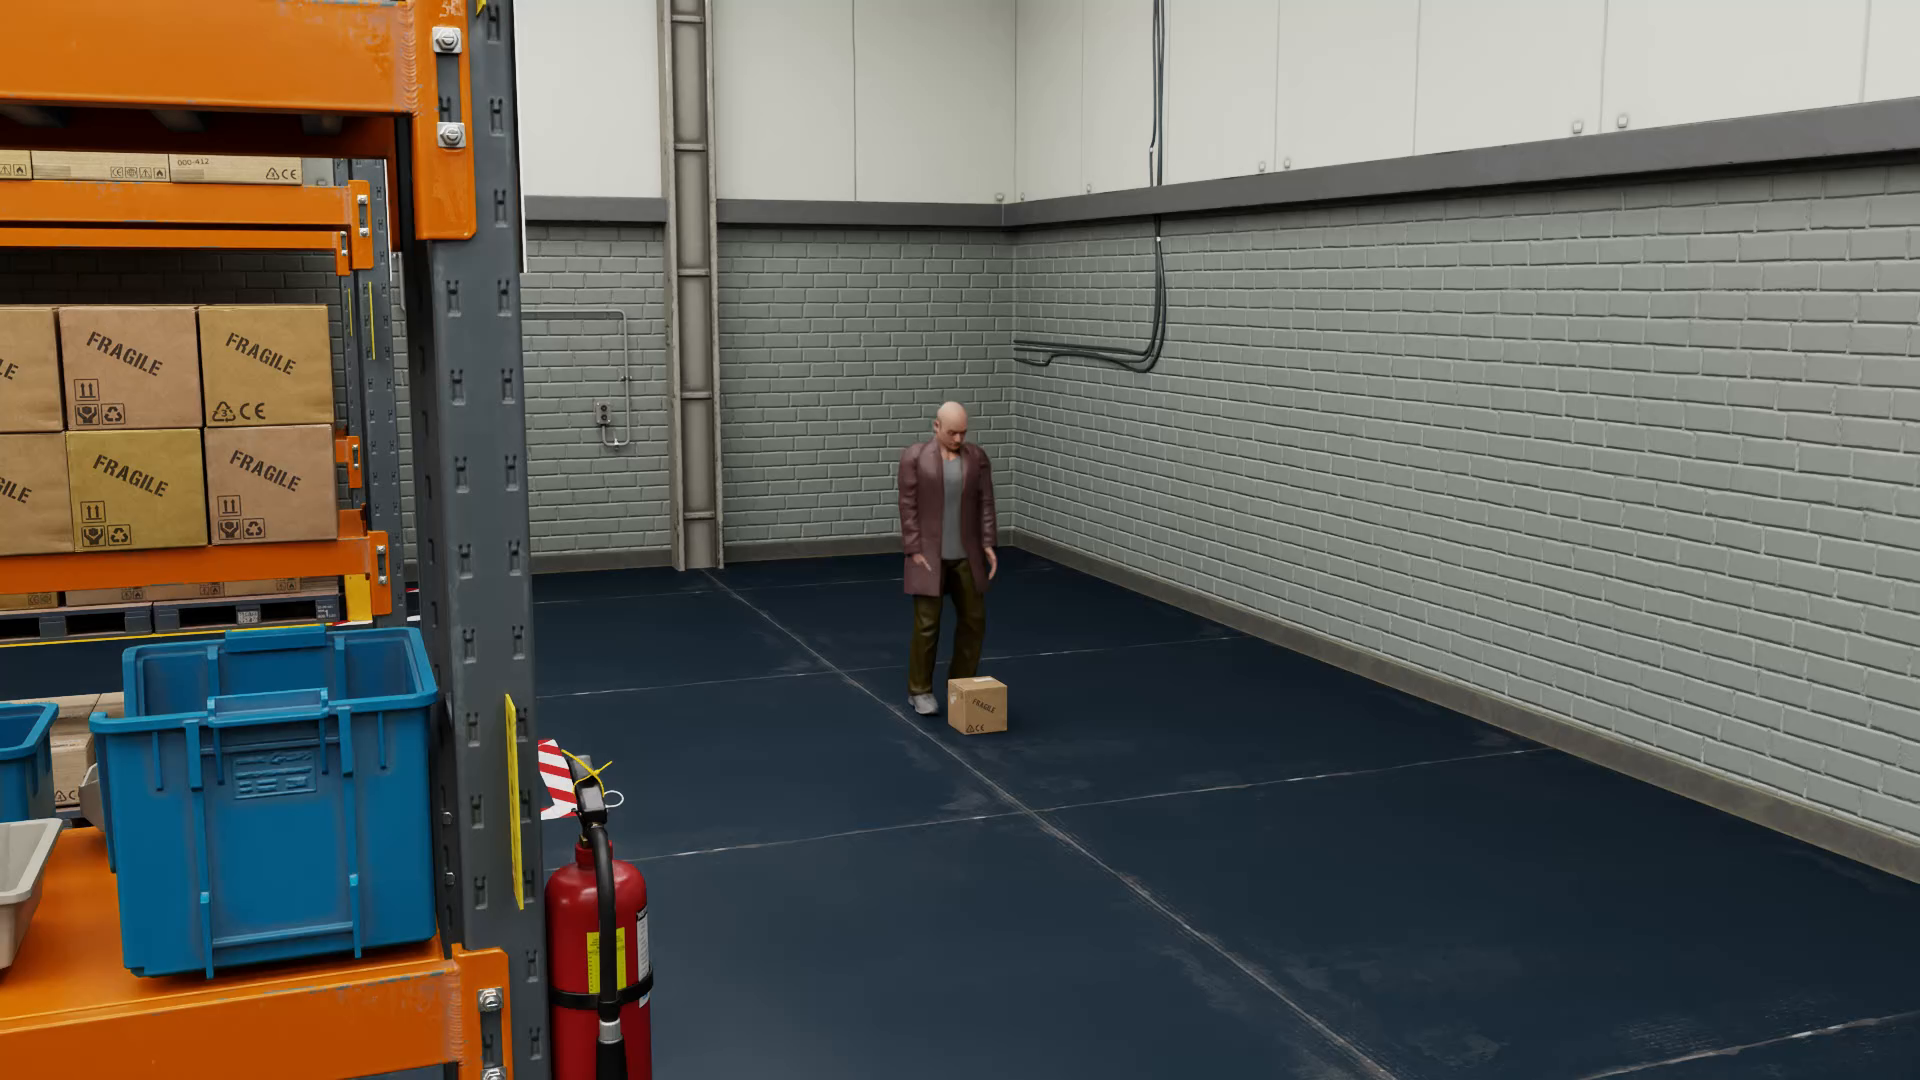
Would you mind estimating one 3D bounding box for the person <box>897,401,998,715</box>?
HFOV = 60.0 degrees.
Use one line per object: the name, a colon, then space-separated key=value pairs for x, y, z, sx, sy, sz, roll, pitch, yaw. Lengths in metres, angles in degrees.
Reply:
person: x=-0.059 y=0.096 z=9.398 sx=0.575 sy=1.751 sz=0.389 roll=-3 pitch=9 yaw=-20
